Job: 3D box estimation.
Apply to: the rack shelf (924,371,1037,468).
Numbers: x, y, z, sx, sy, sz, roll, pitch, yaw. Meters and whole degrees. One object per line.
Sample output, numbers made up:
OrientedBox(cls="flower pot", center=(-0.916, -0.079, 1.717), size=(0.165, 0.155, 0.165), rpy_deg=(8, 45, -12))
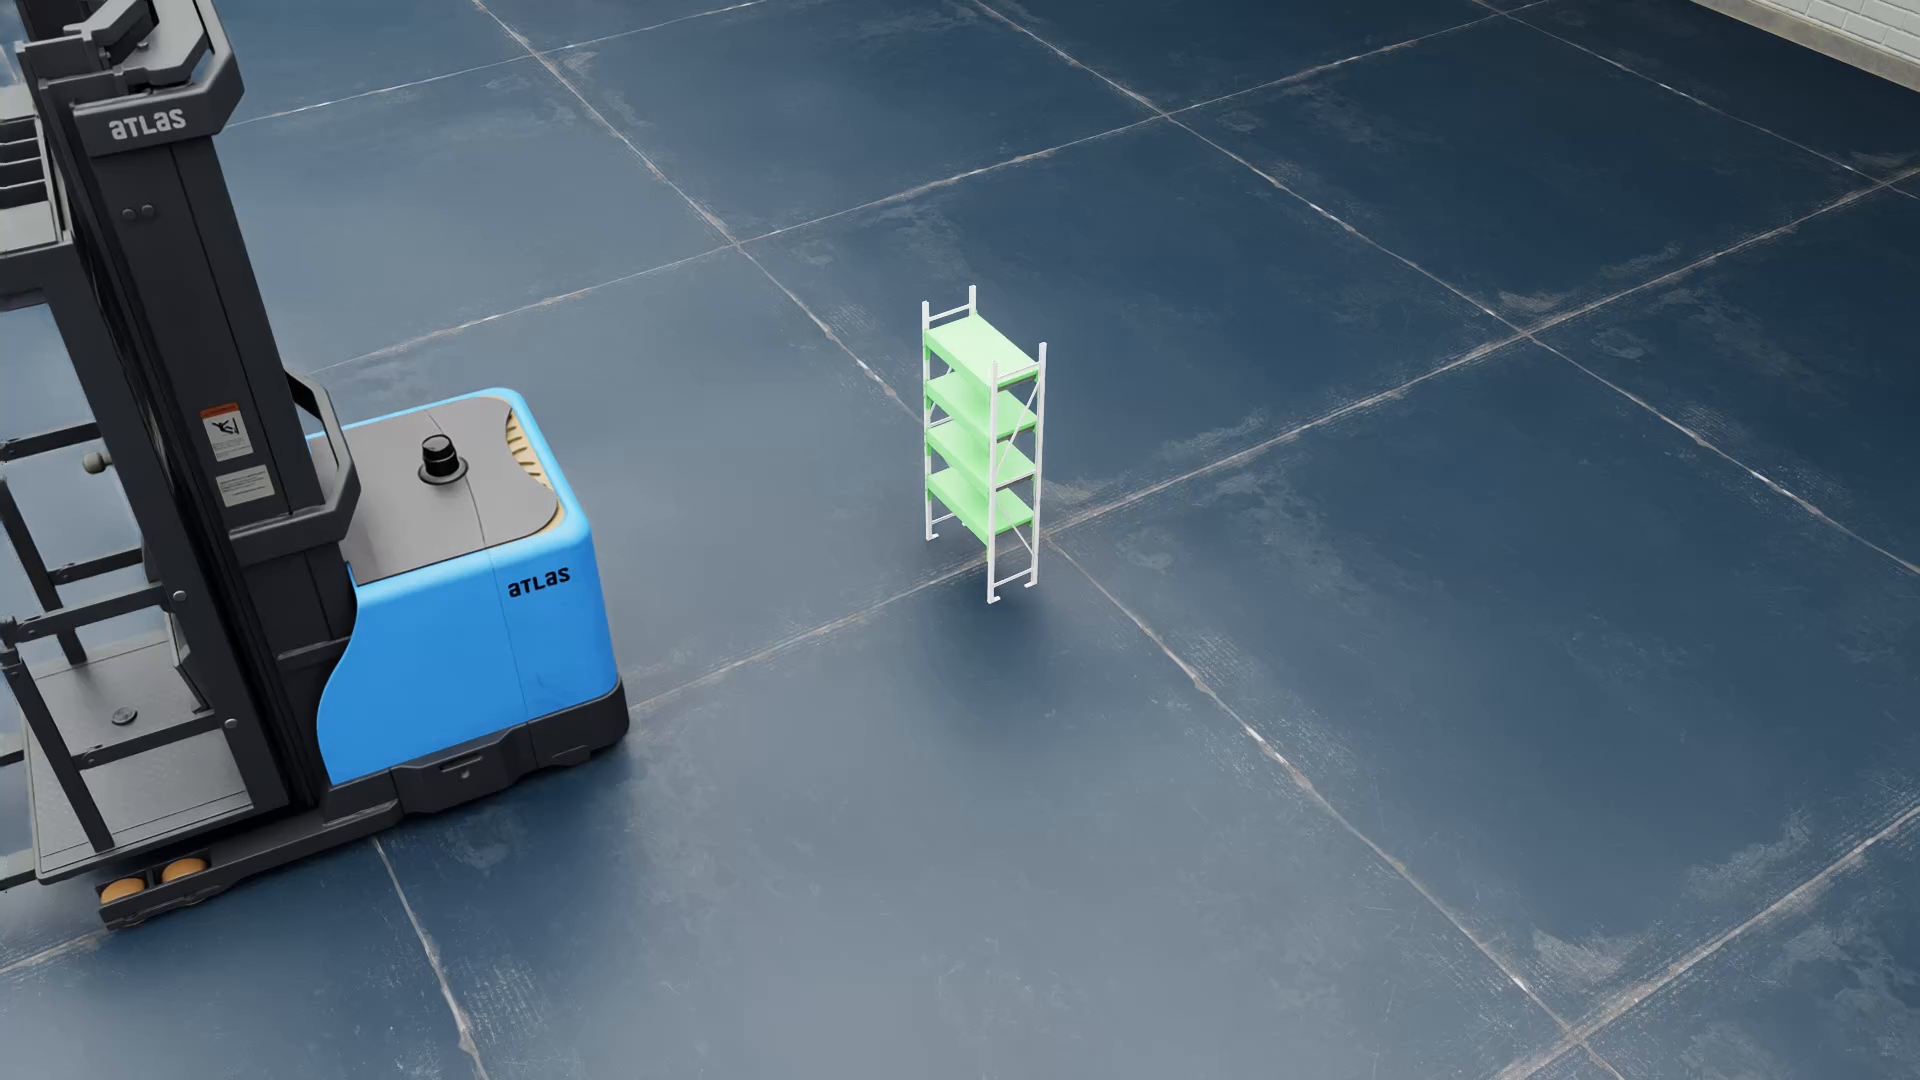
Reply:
OrientedBox(cls="rack shelf", center=(0.089, -0.507, 6.646), size=(0.258, 0.148, 0.480), rpy_deg=(-22, 45, -24))

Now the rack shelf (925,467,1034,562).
OrientedBox(cls="rack shelf", center=(0.089, -0.138, 6.953), size=(0.258, 0.148, 0.480), rpy_deg=(-22, 45, -24))

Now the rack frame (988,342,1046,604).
OrientedBox(cls="rack frame", center=(0.220, -0.240, 6.601), size=(0.240, 1.200, 0.015), rpy_deg=(-22, 45, -24))

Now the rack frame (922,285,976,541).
OrientedBox(cls="rack frame", center=(-0.042, -0.503, 6.917), size=(0.240, 1.200, 0.015), rpy_deg=(-22, 45, -24))

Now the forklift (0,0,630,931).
OrientedBox(cls="forklift", center=(-2.803, -0.198, 5.198), size=(3.031, 2.935, 1.130), rpy_deg=(-18, 43, -20))

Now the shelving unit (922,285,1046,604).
OrientedBox(cls="shelving unit", center=(0.089, -0.372, 6.759), size=(0.258, 1.200, 0.503), rpy_deg=(-22, 45, -24))

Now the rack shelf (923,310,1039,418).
OrientedBox(cls="rack shelf", center=(0.089, -0.691, 6.492), size=(0.258, 0.148, 0.480), rpy_deg=(-22, 45, -24))

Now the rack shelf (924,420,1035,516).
OrientedBox(cls="rack shelf", center=(0.089, -0.323, 6.800), size=(0.258, 0.148, 0.480), rpy_deg=(-22, 45, -24))
